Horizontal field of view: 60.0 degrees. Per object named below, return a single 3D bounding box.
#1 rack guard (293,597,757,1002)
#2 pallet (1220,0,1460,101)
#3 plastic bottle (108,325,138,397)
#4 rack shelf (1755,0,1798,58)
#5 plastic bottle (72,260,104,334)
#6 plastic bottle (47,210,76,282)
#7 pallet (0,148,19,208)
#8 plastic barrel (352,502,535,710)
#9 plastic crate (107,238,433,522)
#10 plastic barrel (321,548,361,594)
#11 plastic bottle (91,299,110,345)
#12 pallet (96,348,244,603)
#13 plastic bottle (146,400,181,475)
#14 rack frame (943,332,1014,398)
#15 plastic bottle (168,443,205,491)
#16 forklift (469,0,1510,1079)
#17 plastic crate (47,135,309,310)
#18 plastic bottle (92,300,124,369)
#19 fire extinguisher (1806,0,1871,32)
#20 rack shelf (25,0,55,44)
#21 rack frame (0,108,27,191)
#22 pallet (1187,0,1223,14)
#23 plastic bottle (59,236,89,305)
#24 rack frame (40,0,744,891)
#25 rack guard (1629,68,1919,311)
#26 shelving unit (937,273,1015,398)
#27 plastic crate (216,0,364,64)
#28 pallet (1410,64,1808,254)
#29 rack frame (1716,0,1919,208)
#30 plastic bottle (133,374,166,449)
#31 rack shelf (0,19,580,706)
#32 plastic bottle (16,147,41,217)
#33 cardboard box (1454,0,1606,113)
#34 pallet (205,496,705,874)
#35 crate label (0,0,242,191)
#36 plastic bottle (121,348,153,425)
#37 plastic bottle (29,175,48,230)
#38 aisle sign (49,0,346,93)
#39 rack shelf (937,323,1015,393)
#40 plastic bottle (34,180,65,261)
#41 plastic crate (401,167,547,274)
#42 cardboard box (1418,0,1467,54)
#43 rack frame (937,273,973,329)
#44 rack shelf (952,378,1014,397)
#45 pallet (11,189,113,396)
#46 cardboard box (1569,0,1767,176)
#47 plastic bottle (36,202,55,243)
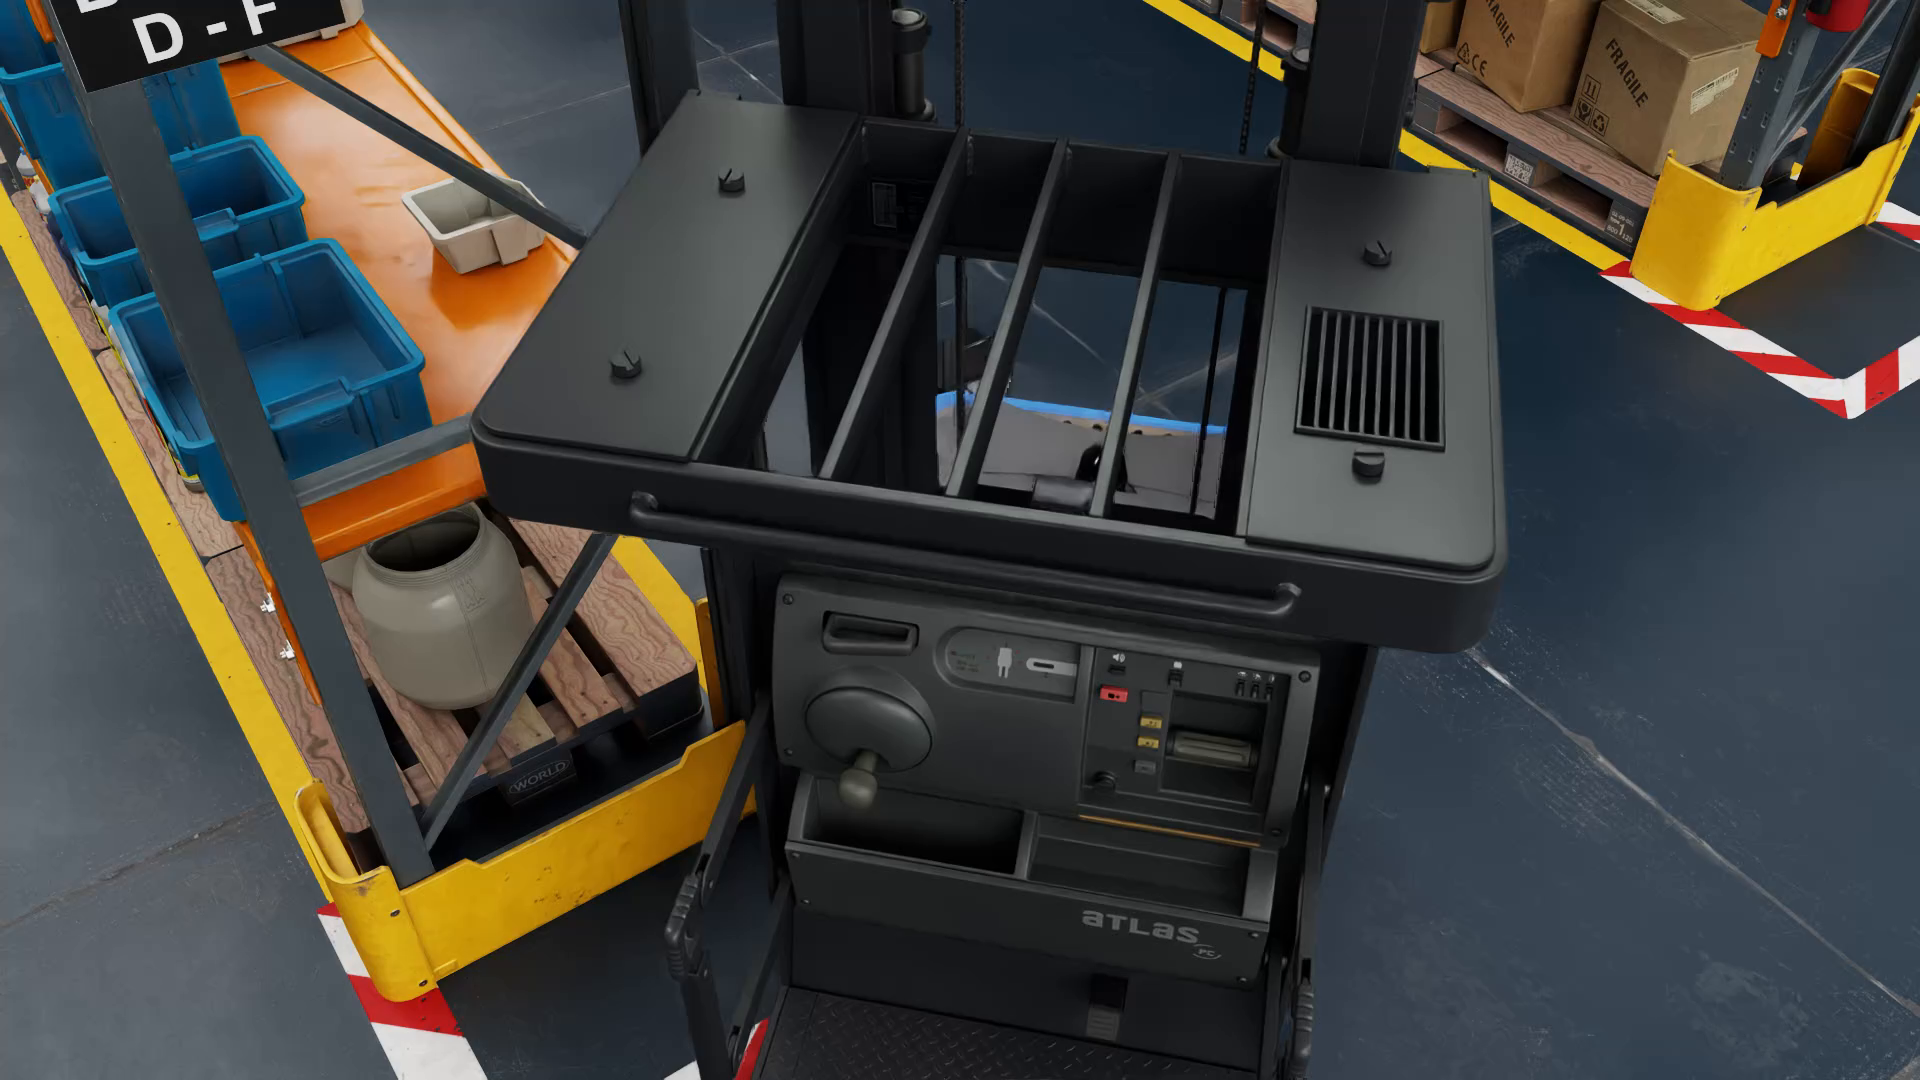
[{"bbox_3d":[-1.009,0.639,4.219,1.175,0.500,0.348,-26,49,-24],"label":"rack guard"},{"bbox_3d":[1.962,-2.396,7.607,1.003,0.211,1.213,-26,49,-24],"label":"pallet"},{"bbox_3d":[-2.636,-0.633,5.341,0.144,0.351,0.185,-24,49,-23],"label":"plastic bottle"},{"bbox_3d":[1.991,-3.070,6.814,1.077,0.370,4.000,-26,49,-24],"label":"rack shelf"},{"bbox_3d":[-2.926,-0.845,5.611,0.061,0.283,0.133,-24,48,-23],"label":"plastic bottle"},{"bbox_3d":[-3.094,-1.086,5.815,0.144,0.351,0.185,-24,49,-23],"label":"plastic bottle"},{"bbox_3d":[-3.696,-1.927,7.116,1.003,0.211,1.213,-26,49,-24],"label":"pallet"},{"bbox_3d":[-1.366,0.165,4.403,0.421,0.512,0.421,0,44,0],"label":"plastic barrel"},{"bbox_3d":[-1.459,-0.352,3.554,0.499,0.251,0.616,-26,49,-24],"label":"plastic crate"},{"bbox_3d":[-1.653,-0.119,4.700,0.421,0.512,0.421,0,44,0],"label":"plastic barrel"},{"bbox_3d":[-2.843,-0.755,5.577,0.097,0.201,0.097,0,44,0],"label":"plastic bottle"},{"bbox_3d":[-2.163,-0.409,5.526,1.003,0.211,1.213,-26,49,-24],"label":"pallet"},{"bbox_3d":[-2.419,-0.343,5.086,0.061,0.283,0.133,-25,49,-24],"label":"plastic bottle"},{"bbox_3d":[0.054,-0.273,4.884,0.240,0.900,0.006,-26,49,-24],"label":"rack frame"},{"bbox_3d":[-2.337,-0.255,5.052,0.097,0.201,0.097,0,44,0],"label":"plastic bottle"},{"bbox_3d":[0.090,0.400,2.709,1.130,2.935,3.031,8,44,8],"label":"forklift"},{"bbox_3d":[-1.825,-0.722,3.942,0.499,0.251,0.408,-26,49,-24],"label":"plastic crate"},{"bbox_3d":[-2.743,-0.738,5.451,0.144,0.351,0.185,-26,49,-25],"label":"plastic bottle"},{"bbox_3d":[2.823,-1.922,5.147,0.296,0.674,0.183,-26,49,-24],"label":"fire extinguisher"},{"bbox_3d":[-2.071,-2.198,3.729,1.077,0.370,4.000,-26,49,-24],"label":"rack shelf"},{"bbox_3d":[-3.215,-2.506,5.703,1.000,3.000,0.127,-26,49,-24],"label":"rack frame"},{"bbox_3d":[1.260,-3.088,8.331,1.003,0.211,1.213,-26,49,-24],"label":"pallet"},{"bbox_3d":[-2.986,-0.979,5.703,0.144,0.351,0.185,-28,50,-26],"label":"plastic bottle"},{"bbox_3d":[-0.927,-0.241,3.330,1.000,3.000,0.127,-26,49,-24],"label":"rack frame"},{"bbox_3d":[3.092,-1.336,6.288,1.175,0.500,0.348,-26,49,-24],"label":"rack guard"},{"bbox_3d":[-0.005,-0.330,4.944,0.258,0.900,0.210,-26,49,-24],"label":"shelving unit"},{"bbox_3d":[-2.079,-1.591,4.935,0.530,0.136,0.437,-26,49,-24],"label":"plastic crate"},{"bbox_3d":[2.656,-1.706,6.884,1.003,0.211,1.213,-26,49,-24],"label":"pallet"},{"bbox_3d":[3.136,-2.197,5.379,1.000,3.000,0.127,-26,49,-24],"label":"rack frame"},{"bbox_3d":[-2.459,-0.435,5.187,0.152,0.276,0.135,-25,49,-24],"label":"plastic bottle"},{"bbox_3d":[-2.071,-1.113,4.765,1.077,0.370,4.000,-26,49,-24],"label":"rack shelf"},{"bbox_3d":[-3.392,-1.325,6.123,0.097,0.271,0.097,0,44,0],"label":"plastic bottle"},{"bbox_3d":[2.422,-2.130,6.815,0.500,0.500,0.500,-14,45,-14],"label":"cardboard box"},{"bbox_3d":[-1.469,0.281,4.802,1.003,0.211,1.213,-26,49,-24],"label":"pallet"},{"bbox_3d":[-2.202,-1.189,4.298,0.502,0.435,0.616,-26,49,-24],"label":"crate label"},{"bbox_3d":[-2.538,-0.514,5.270,0.152,0.276,0.135,-27,50,-25],"label":"plastic bottle"},{"bbox_3d":[-3.334,-1.242,6.086,0.097,0.201,0.097,0,44,0],"label":"plastic bottle"},{"bbox_3d":[-1.129,-1.023,2.266,0.394,0.787,0.004,-26,49,-24],"label":"aisle sign"},{"bbox_3d":[-0.005,-0.501,4.781,0.258,0.077,0.200,-26,49,-24],"label":"rack shelf"},{"bbox_3d":[-3.185,-1.154,5.941,0.152,0.276,0.135,-24,49,-23],"label":"plastic bottle"},{"bbox_3d":[-1.175,-0.779,4.085,0.298,0.136,0.250,-26,49,-24],"label":"plastic crate"},{"bbox_3d":[2.079,-2.492,7.195,0.500,0.500,0.500,-21,48,-21],"label":"cardboard box"},{"bbox_3d":[-0.063,-0.388,5.004,0.240,0.900,0.006,-26,49,-24],"label":"rack frame"},{"bbox_3d":[-0.005,-0.436,4.843,0.258,0.077,0.200,-26,49,-24],"label":"rack shelf"},{"bbox_3d":[-2.865,-1.101,6.250,1.003,0.211,1.213,-26,49,-24],"label":"pallet"},{"bbox_3d":[2.792,-1.805,6.475,0.500,0.500,0.500,-17,46,-17],"label":"cardboard box"},{"bbox_3d":[-3.276,-1.184,6.026,0.097,0.201,0.097,0,44,0],"label":"plastic bottle"}]
